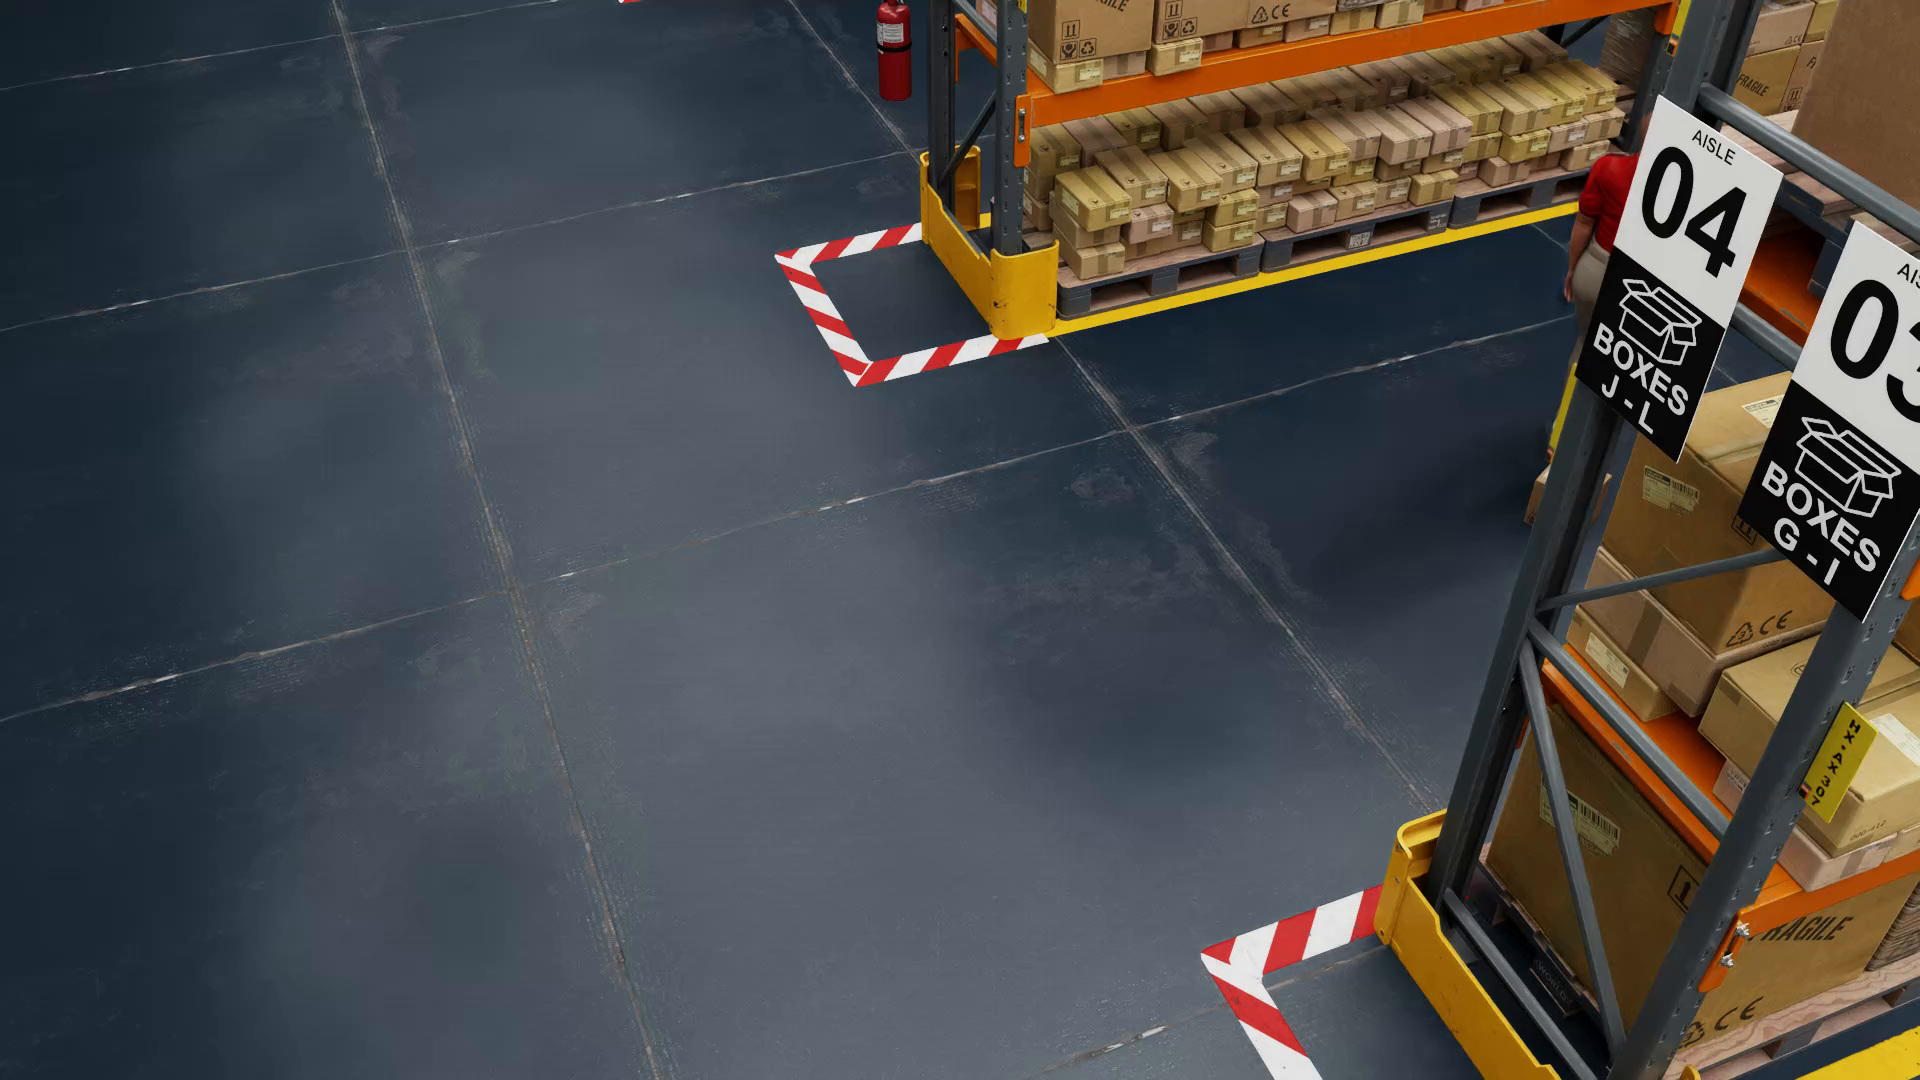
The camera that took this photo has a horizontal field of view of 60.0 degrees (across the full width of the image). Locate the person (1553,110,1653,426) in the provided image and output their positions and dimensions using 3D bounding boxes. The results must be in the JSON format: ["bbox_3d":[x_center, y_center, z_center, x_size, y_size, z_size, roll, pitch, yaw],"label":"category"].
[{"bbox_3d":[2.928,-1.126,7.418,0.646,1.707,0.539,-26,48,-26],"label":"person"}]
